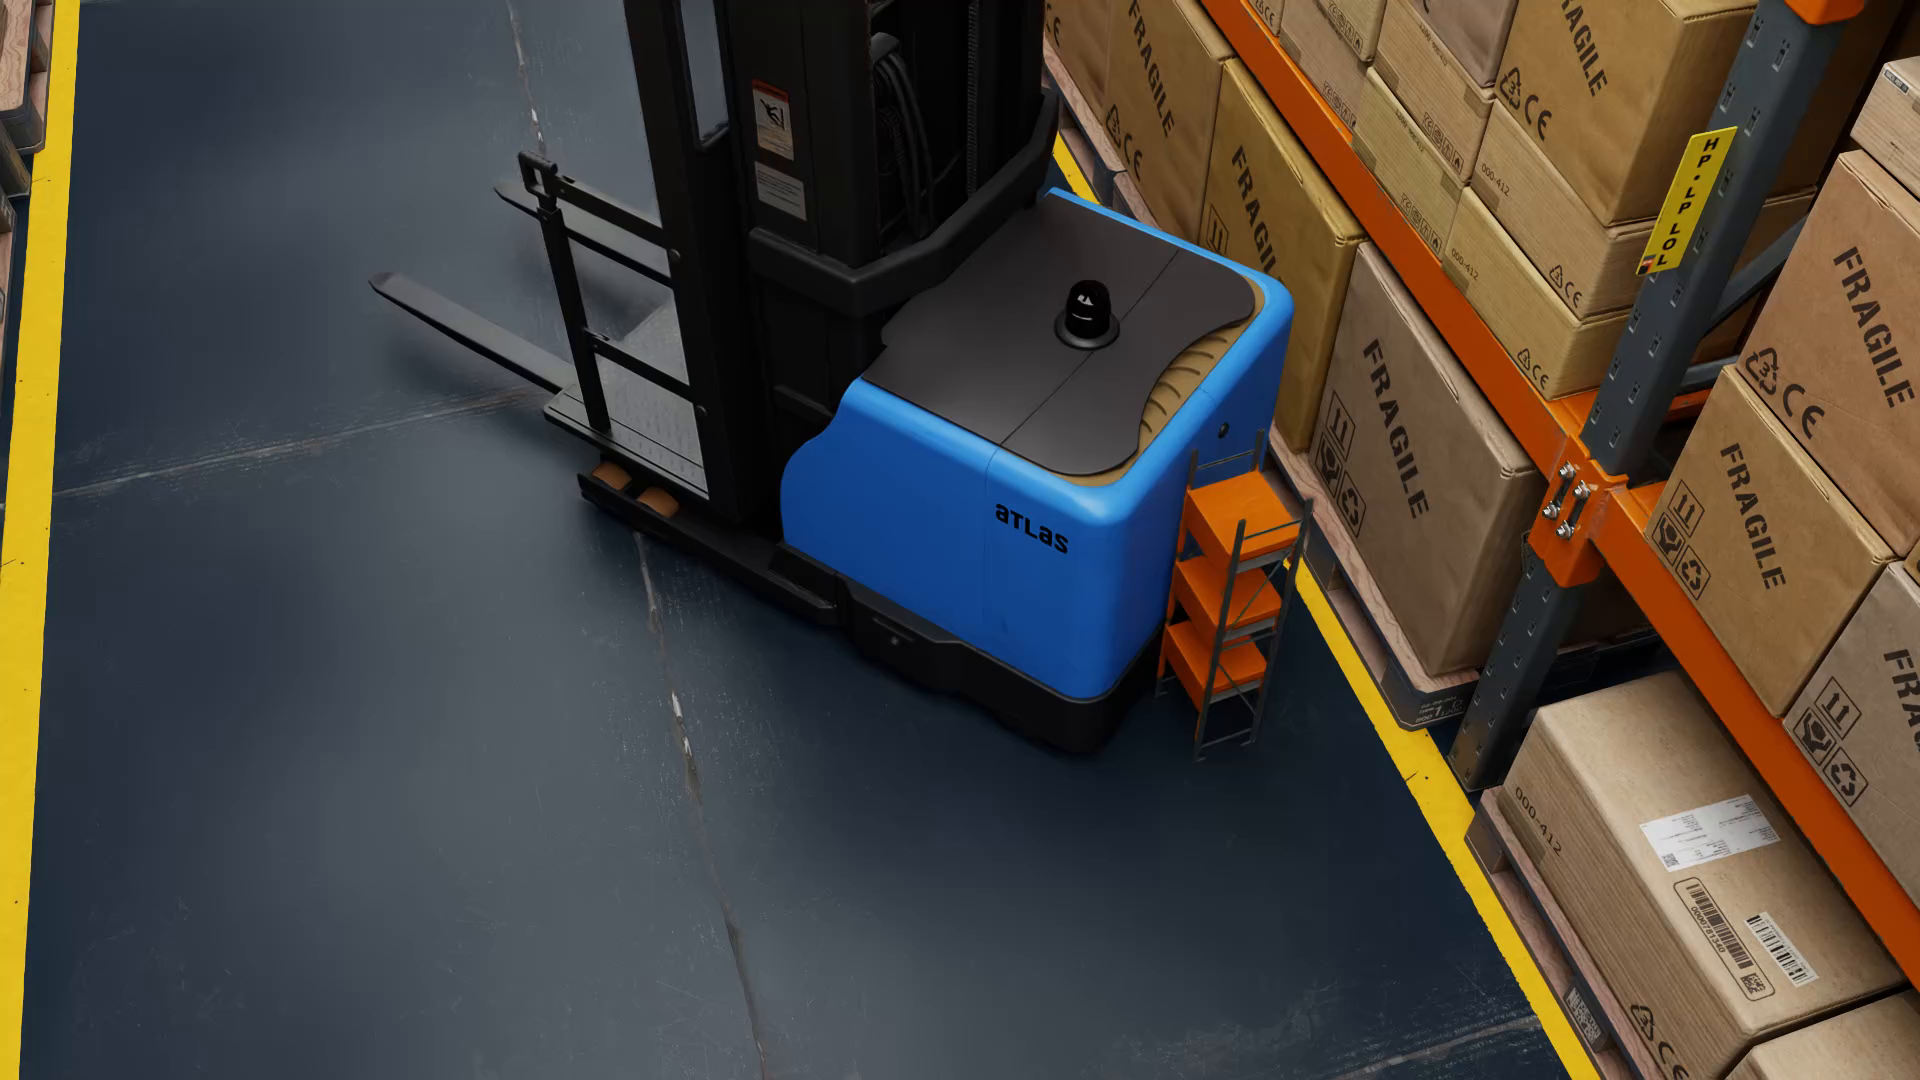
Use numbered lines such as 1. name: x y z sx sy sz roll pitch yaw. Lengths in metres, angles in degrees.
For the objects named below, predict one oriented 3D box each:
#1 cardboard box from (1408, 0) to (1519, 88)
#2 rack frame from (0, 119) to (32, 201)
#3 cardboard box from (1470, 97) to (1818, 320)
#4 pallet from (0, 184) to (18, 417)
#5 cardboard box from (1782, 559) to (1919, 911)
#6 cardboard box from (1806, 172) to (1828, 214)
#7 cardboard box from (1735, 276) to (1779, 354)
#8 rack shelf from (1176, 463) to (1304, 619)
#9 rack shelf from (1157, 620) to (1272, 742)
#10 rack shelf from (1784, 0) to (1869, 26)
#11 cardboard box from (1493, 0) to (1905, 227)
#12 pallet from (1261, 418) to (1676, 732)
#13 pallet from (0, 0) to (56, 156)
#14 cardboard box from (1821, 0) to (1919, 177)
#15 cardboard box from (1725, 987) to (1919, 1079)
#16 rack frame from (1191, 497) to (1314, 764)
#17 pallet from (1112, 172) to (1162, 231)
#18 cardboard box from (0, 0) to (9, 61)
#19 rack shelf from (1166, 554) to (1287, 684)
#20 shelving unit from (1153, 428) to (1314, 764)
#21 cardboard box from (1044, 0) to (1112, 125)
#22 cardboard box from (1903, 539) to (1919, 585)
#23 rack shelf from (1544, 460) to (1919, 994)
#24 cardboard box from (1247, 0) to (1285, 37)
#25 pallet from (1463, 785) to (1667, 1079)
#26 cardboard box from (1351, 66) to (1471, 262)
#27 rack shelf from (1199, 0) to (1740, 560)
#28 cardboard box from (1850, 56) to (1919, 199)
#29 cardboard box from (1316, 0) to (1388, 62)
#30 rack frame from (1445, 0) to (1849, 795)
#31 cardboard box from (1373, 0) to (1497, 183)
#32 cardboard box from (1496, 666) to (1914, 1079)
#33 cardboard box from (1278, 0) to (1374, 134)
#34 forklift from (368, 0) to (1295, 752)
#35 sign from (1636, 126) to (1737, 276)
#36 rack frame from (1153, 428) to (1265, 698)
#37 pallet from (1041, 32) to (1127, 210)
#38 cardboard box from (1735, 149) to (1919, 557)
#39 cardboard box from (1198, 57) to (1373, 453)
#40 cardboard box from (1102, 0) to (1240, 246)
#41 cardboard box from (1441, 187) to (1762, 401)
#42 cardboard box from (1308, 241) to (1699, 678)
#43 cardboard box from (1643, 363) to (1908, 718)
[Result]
1. cardboard box: 1.343 -1.412 3.759 0.500 0.500 0.500 -12 51 -10
2. rack frame: -4.048 -2.208 5.150 1.000 3.000 0.127 -13 51 -11
3. cardboard box: 1.513 -0.792 3.727 0.500 0.250 0.500 -13 51 -11
4. pallet: -3.864 -0.756 5.749 1.003 0.211 1.213 -13 51 -11
5. cardboard box: 1.909 0.326 2.948 0.500 0.500 0.500 -13 51 -11
6. cardboard box: 2.015 -0.910 3.826 0.500 0.250 0.500 -15 51 -12
7. cardboard box: 1.997 -0.745 4.014 0.500 0.250 0.500 -14 51 -12
8. rack shelf: 0.705 0.004 4.203 0.215 0.259 0.240 -17 52 -14
9. rack shelf: 0.705 0.366 4.633 0.215 0.259 0.240 -17 52 -14
10. rack shelf: 2.467 0.314 1.532 1.077 0.370 4.000 -13 51 -11
11. cardboard box: 1.503 -1.036 3.442 0.500 0.500 0.500 -12 51 -10
12. pallet: 1.575 -0.060 5.162 1.003 0.211 1.213 -13 51 -11
13. pallet: -4.254 -1.920 6.730 1.003 0.211 1.213 -13 51 -11
14. cardboard box: 2.020 -1.153 3.541 0.500 0.500 0.500 -13 51 -11
15. cardboard box: 2.224 1.415 3.496 0.875 0.438 0.875 -15 51 -12
16. rack frame: 0.750 0.266 4.339 0.200 1.050 0.008 -17 52 -14
17. pallet: 1.211 -0.952 5.915 1.003 0.211 1.213 -13 51 -11
18. cardboard box: -4.220 -2.037 6.284 0.875 0.625 0.625 -12 51 -10
19. rack shelf: 0.705 0.186 4.420 0.215 0.259 0.240 -17 52 -14
20. shelving unit: 0.705 0.180 4.412 0.215 1.050 0.252 -17 52 -14
21. cardboard box: 0.817 -2.261 6.309 0.875 0.875 0.875 -14 51 -11
22. cardboard box: 1.928 0.006 2.563 0.500 0.500 0.500 -14 51 -11
23. rack shelf: 2.467 1.281 2.679 1.077 0.370 4.000 -13 51 -11
24. cardboard box: 1.064 -1.756 4.866 0.500 0.250 0.500 -13 51 -11
25. pallet: 2.025 1.060 4.218 1.003 0.211 1.213 -13 51 -11
26. cardboard box: 1.352 -1.007 4.235 0.500 0.250 0.500 -14 51 -11
27. rack shelf: 1.284 -1.641 5.142 1.077 0.370 4.000 -13 51 -11
28. cardboard box: 1.721 -0.686 2.723 0.380 0.149 0.250 -14 51 -12
29. cardboard box: 1.199 -1.532 4.351 0.500 0.250 0.500 -12 51 -10
30. rack frame: 1.875 -0.412 3.635 1.000 3.000 0.127 -13 51 -11
31. cardboard box: 1.358 -1.155 4.033 0.500 0.250 0.500 -12 51 -10
32. cardboard box: 1.958 0.761 4.047 0.875 0.438 0.875 -14 51 -12
33. cardboard box: 1.221 -1.379 4.549 0.500 0.250 0.500 -15 51 -12
34. forklift: -0.598 -1.256 4.391 3.031 2.935 1.130 27 55 21
35. sign: 1.360 -0.630 3.114 0.100 0.325 0.005 -13 51 -11
36. rack frame: 0.659 0.093 4.485 0.200 1.050 0.008 -17 52 -14
37. pallet: 0.853 -1.842 6.665 1.003 0.211 1.213 -13 51 -11
38. cardboard box: 1.785 -0.364 2.876 0.500 0.500 0.500 -13 51 -11
39. cardboard box: 1.341 -0.955 5.208 0.875 0.875 0.875 -12 51 -10
40. cardboard box: 1.077 -1.608 5.759 0.875 0.875 0.875 -13 51 -11
41. cardboard box: 1.502 -0.634 3.921 0.500 0.250 0.500 -14 51 -12
42. cardboard box: 1.615 -0.297 4.654 0.875 0.875 0.875 -12 51 -10
43. cardboard box: 1.764 -0.042 3.258 0.500 0.500 0.500 -12 51 -10
